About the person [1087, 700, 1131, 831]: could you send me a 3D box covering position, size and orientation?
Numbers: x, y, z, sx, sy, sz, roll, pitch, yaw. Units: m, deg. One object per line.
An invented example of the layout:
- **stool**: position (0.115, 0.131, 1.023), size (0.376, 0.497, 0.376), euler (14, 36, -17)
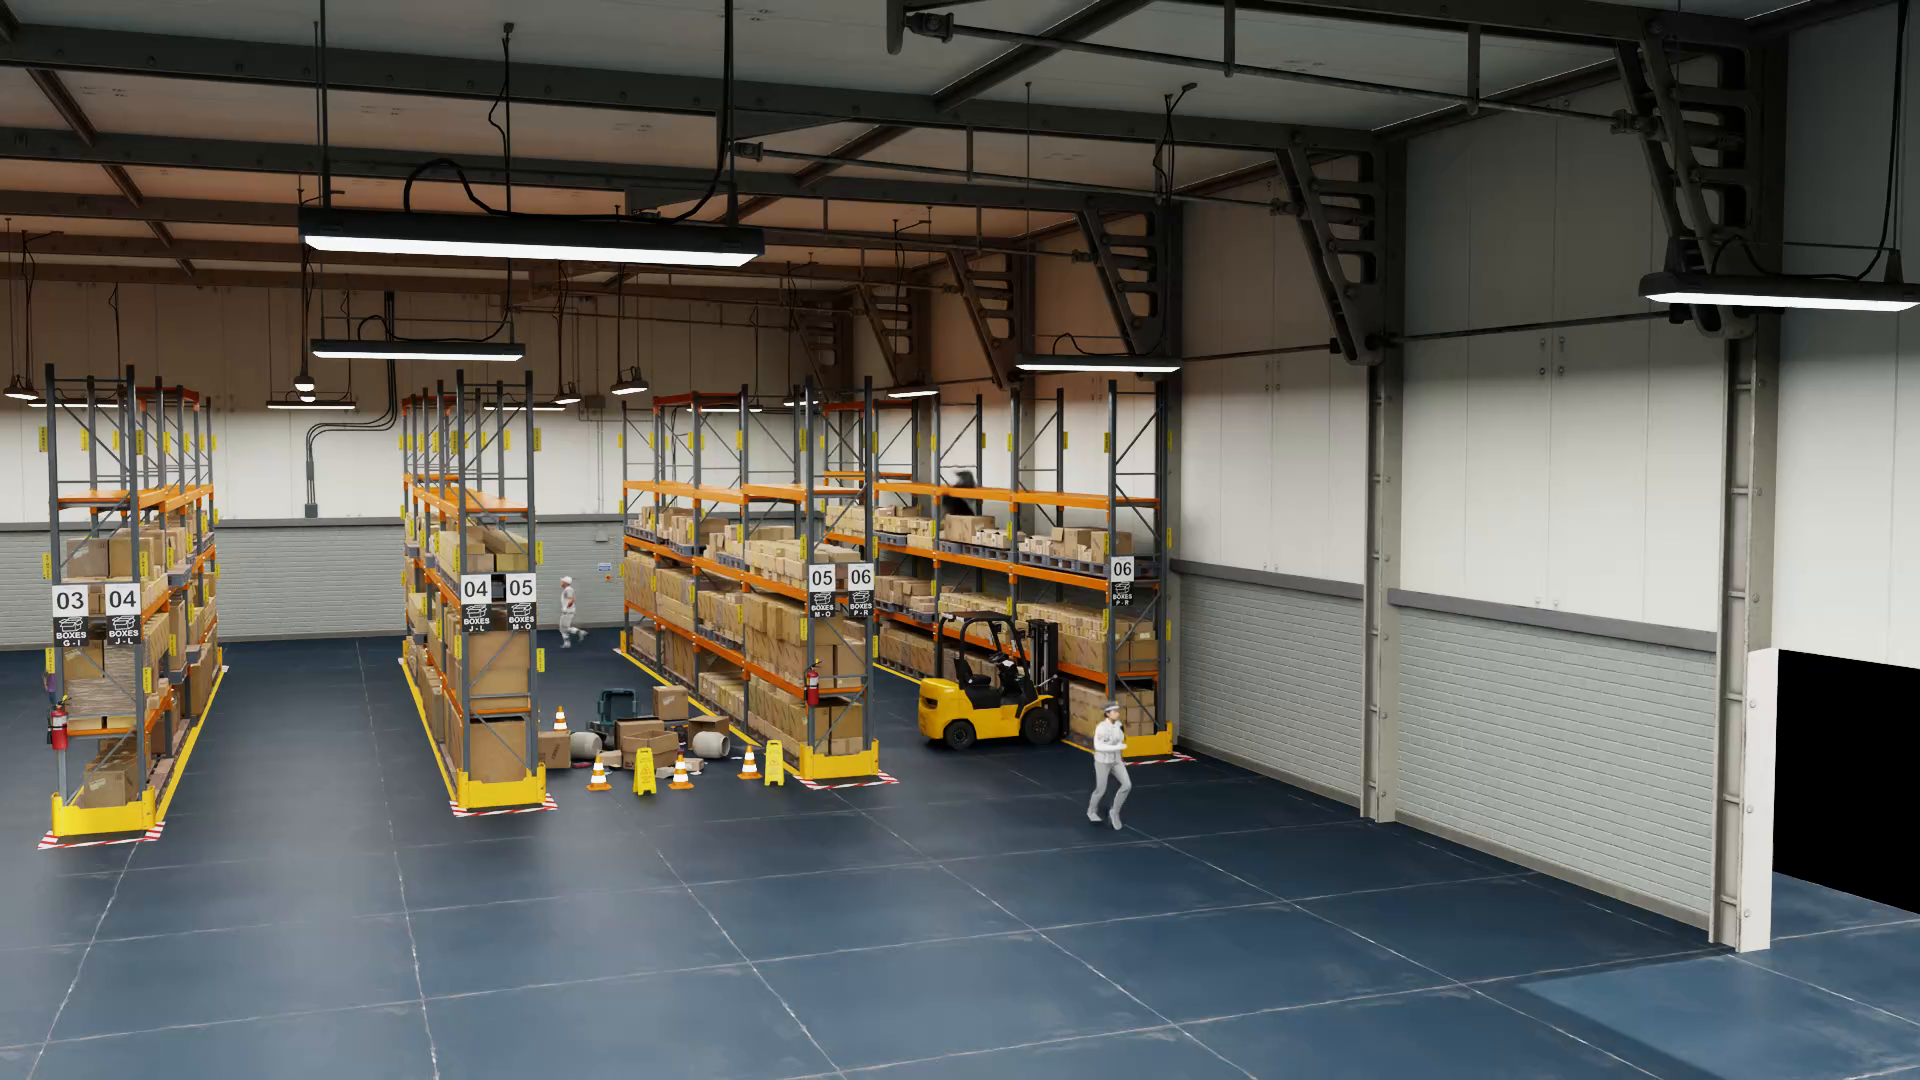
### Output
- **person**: position (1.931, 2.899, 21.576), size (0.640, 1.691, 0.798), euler (-3, 4, -38)

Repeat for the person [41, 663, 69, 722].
- **person**: position (-15.318, 2.584, 28.296), size (0.559, 1.568, 0.695), euler (-1, 4, -19)

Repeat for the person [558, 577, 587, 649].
- **person**: position (-9.427, 1.766, 40.428), size (0.692, 1.759, 0.661), euler (-1, 3, -13)
